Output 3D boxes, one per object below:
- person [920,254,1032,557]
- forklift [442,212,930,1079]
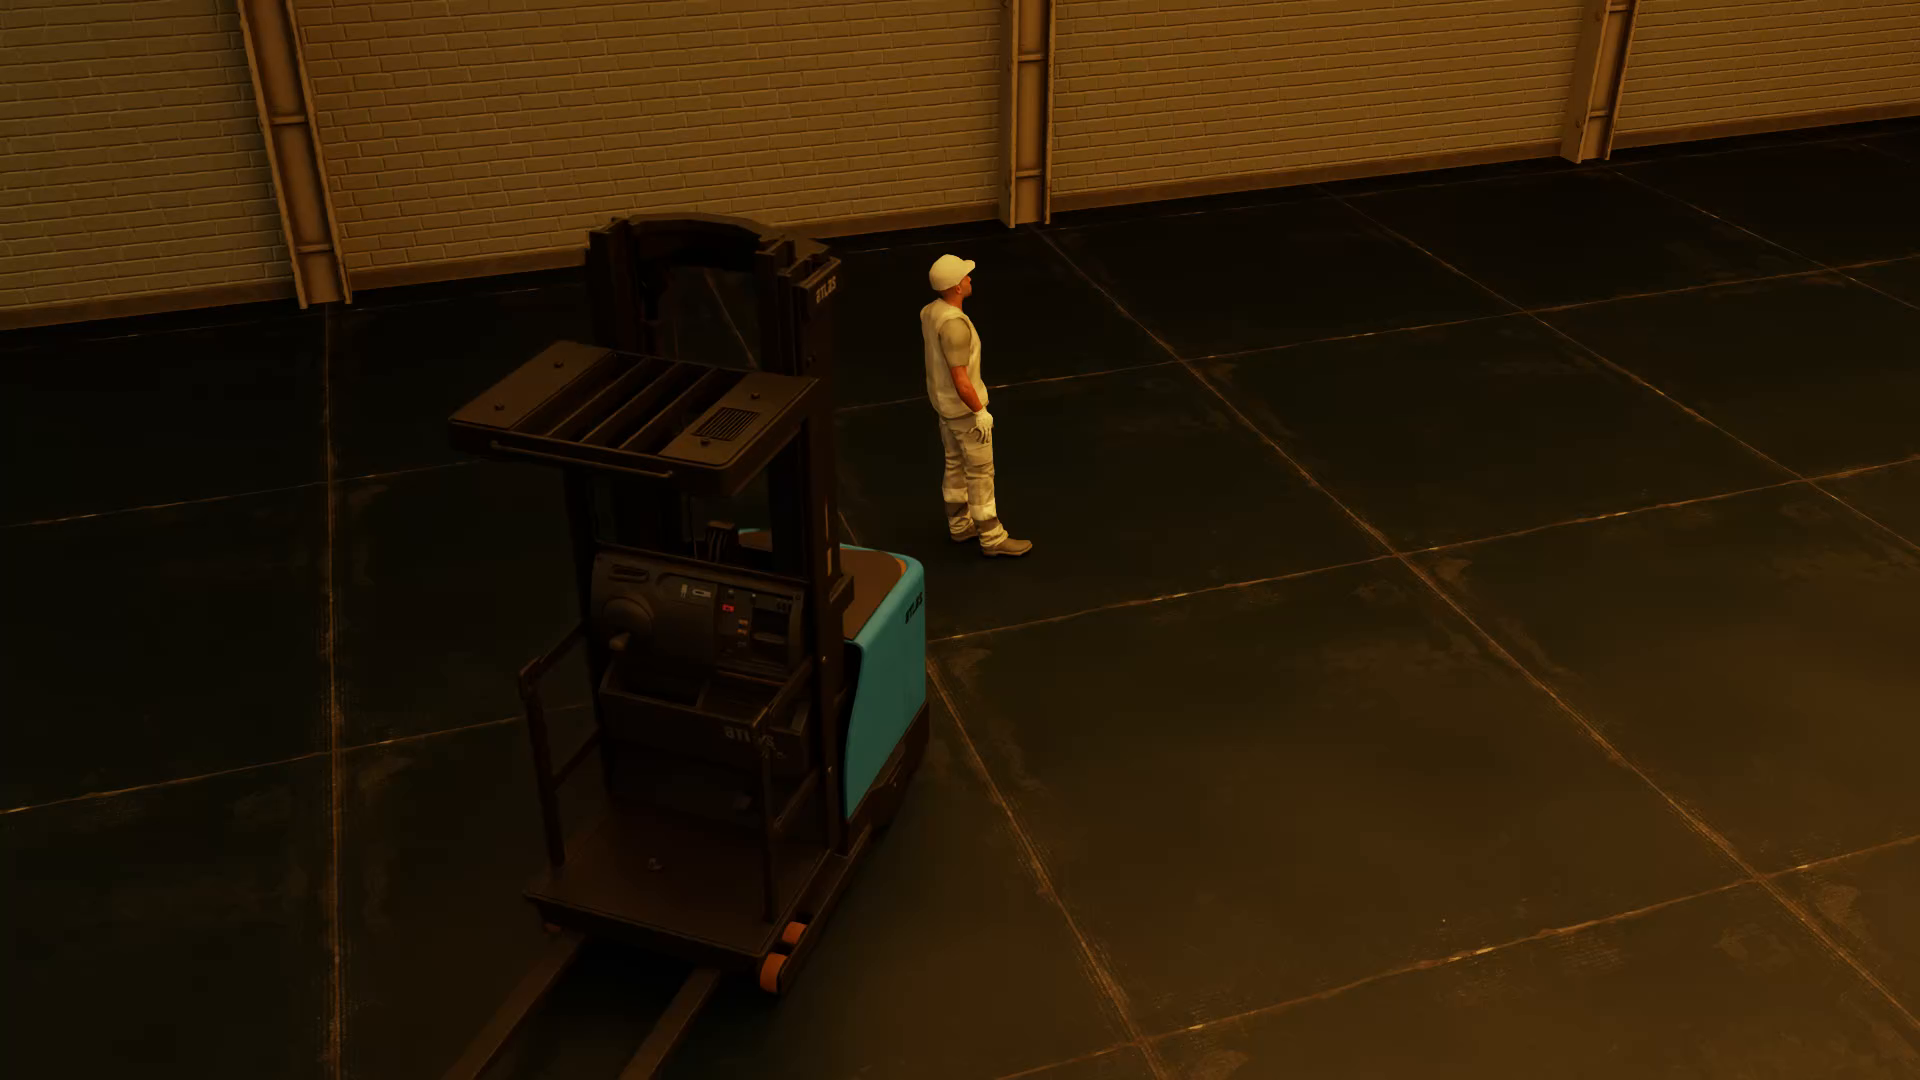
[{"bbox_3d":[0.079,-0.789,9.589,0.564,1.787,0.638,-10,31,-16],"label":"person"},{"bbox_3d":[-1.125,0.353,6.473,1.130,2.935,3.031,10,31,17],"label":"forklift"}]
